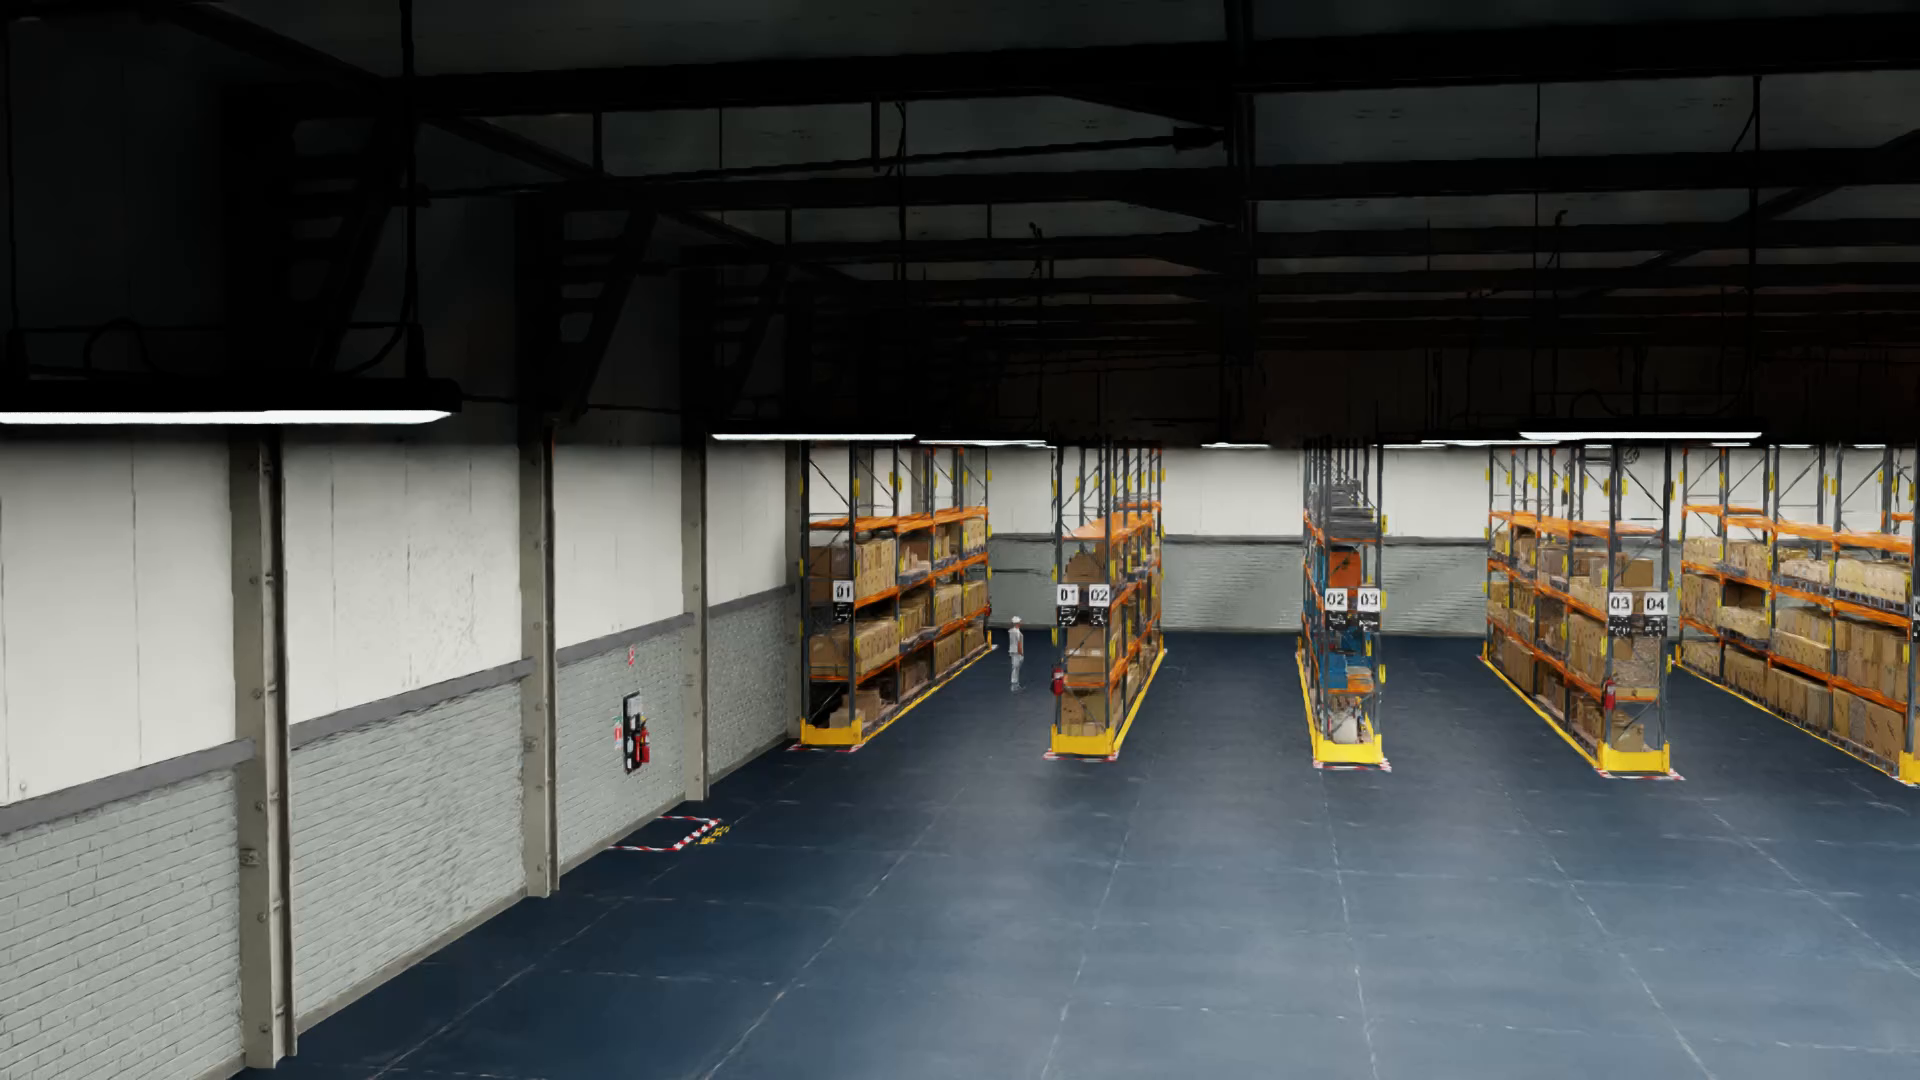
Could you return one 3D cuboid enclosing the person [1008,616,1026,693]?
[{"bbox_3d":[1.380,2.689,39.249,0.450,1.788,0.601,-1,3,-17],"label":"person"}]
